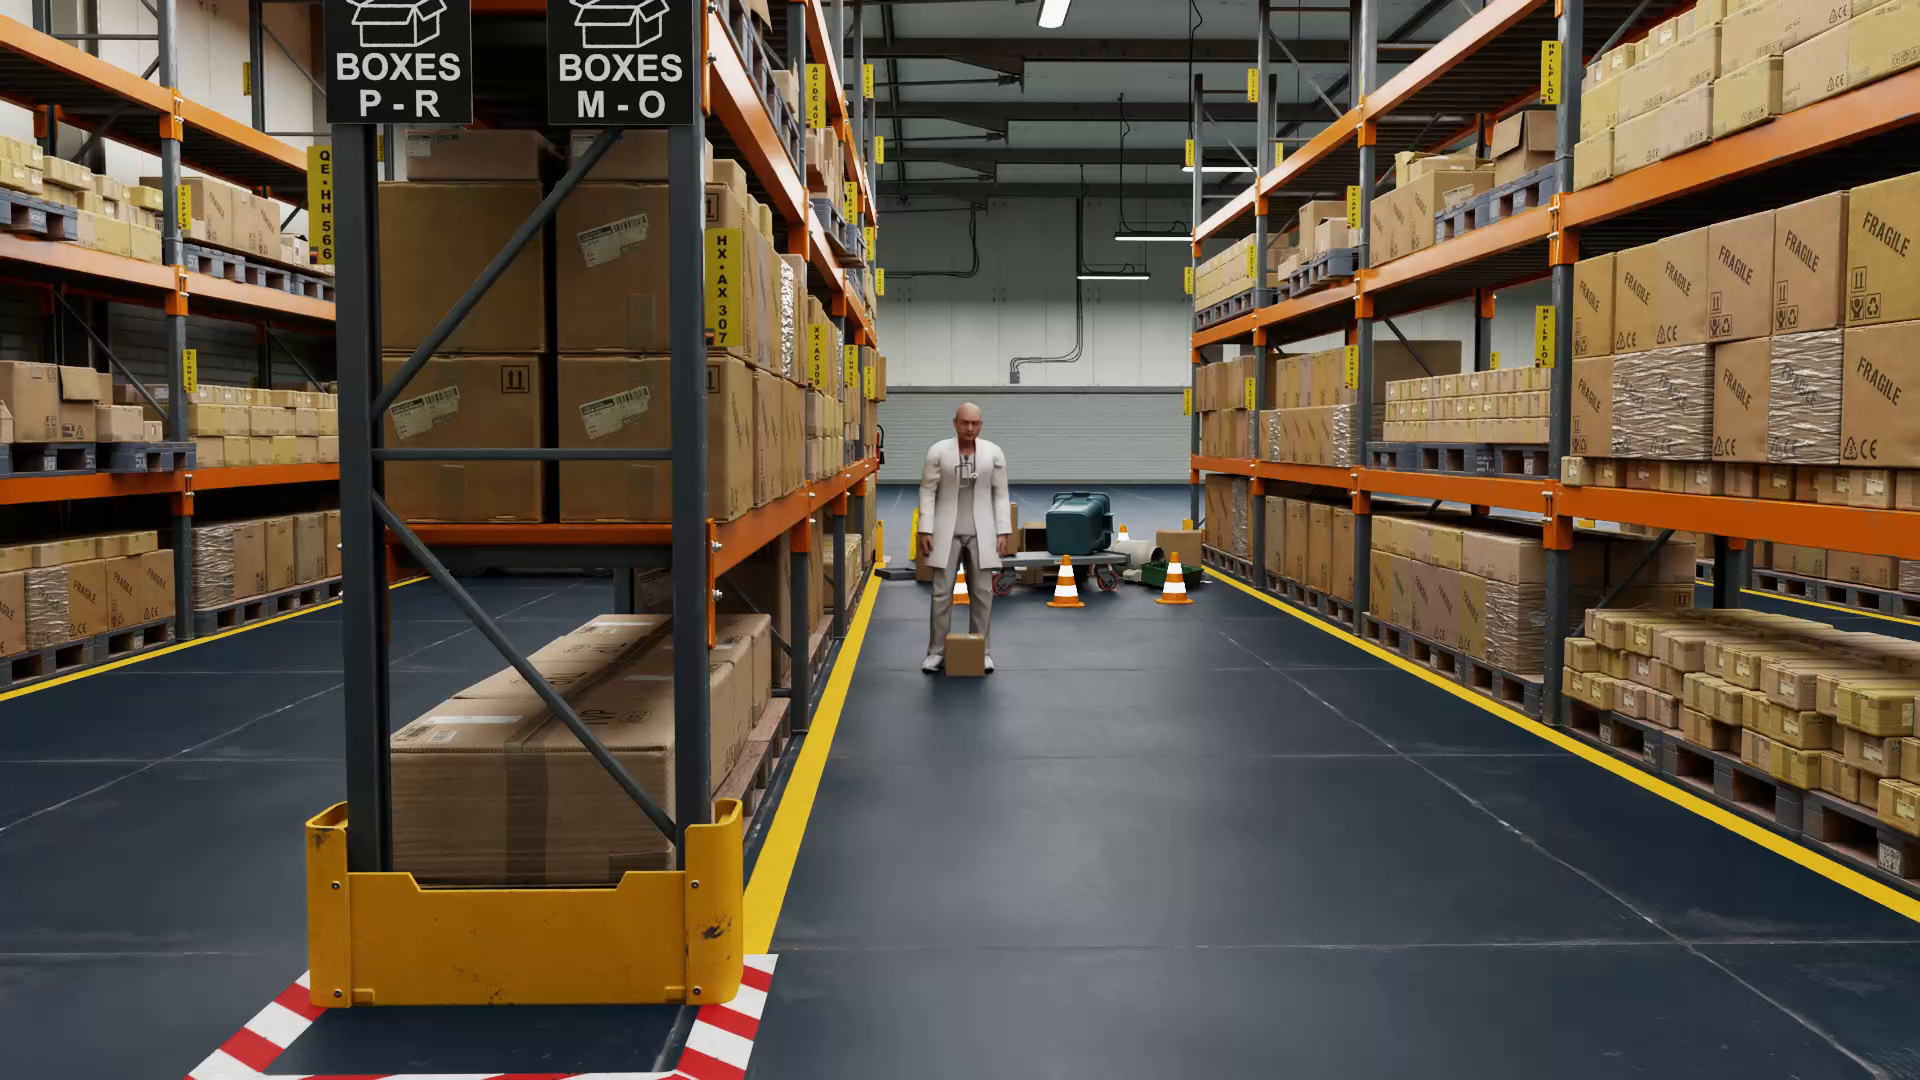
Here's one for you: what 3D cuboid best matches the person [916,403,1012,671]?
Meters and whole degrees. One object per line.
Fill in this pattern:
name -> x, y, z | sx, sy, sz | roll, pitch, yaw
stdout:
person -> 0.030, -0.023, 11.068 | 0.642, 1.772, 0.429 | 0, 4, -4
